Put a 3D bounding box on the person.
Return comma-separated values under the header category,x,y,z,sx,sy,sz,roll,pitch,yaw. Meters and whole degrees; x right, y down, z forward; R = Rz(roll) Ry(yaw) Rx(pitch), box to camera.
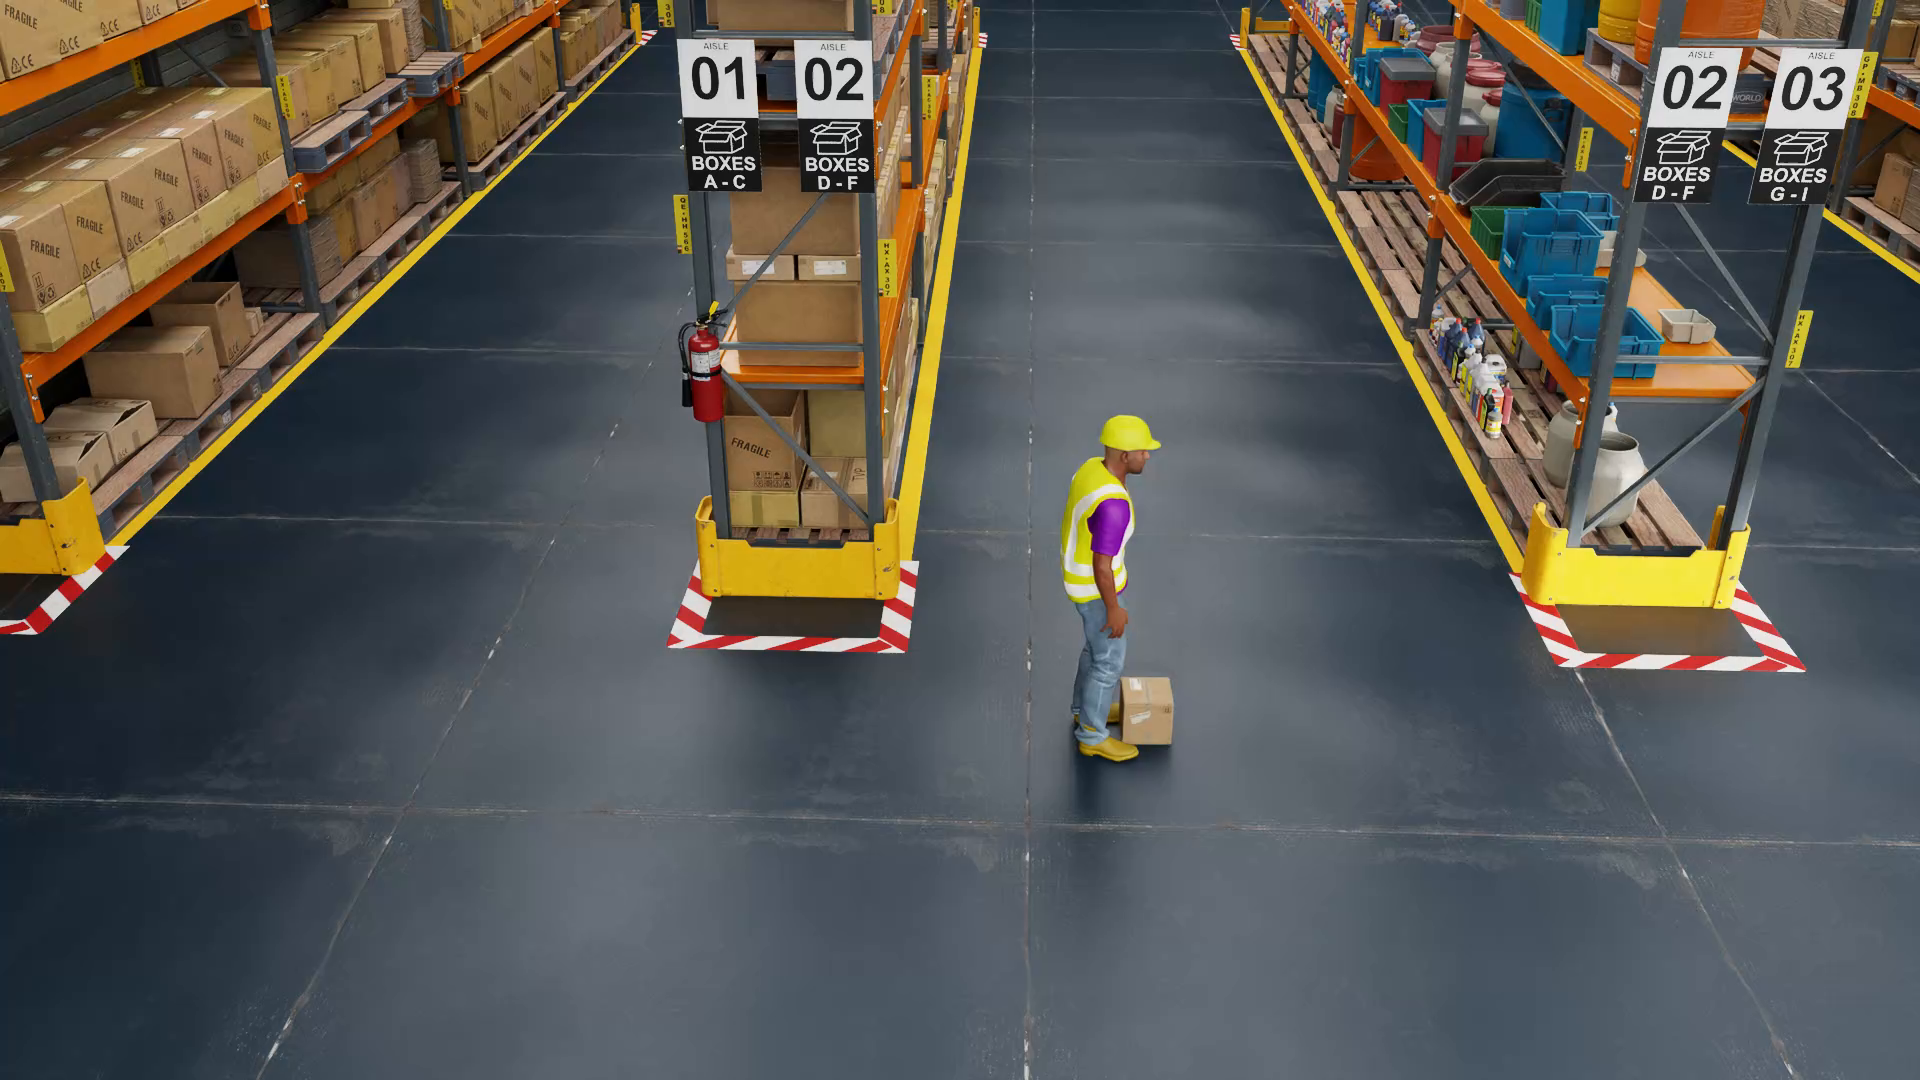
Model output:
category,x,y,z,sx,sy,sz,roll,pitch,yaw
person,0.722,0.212,8.206,0.460,1.755,0.629,-1,28,-1
